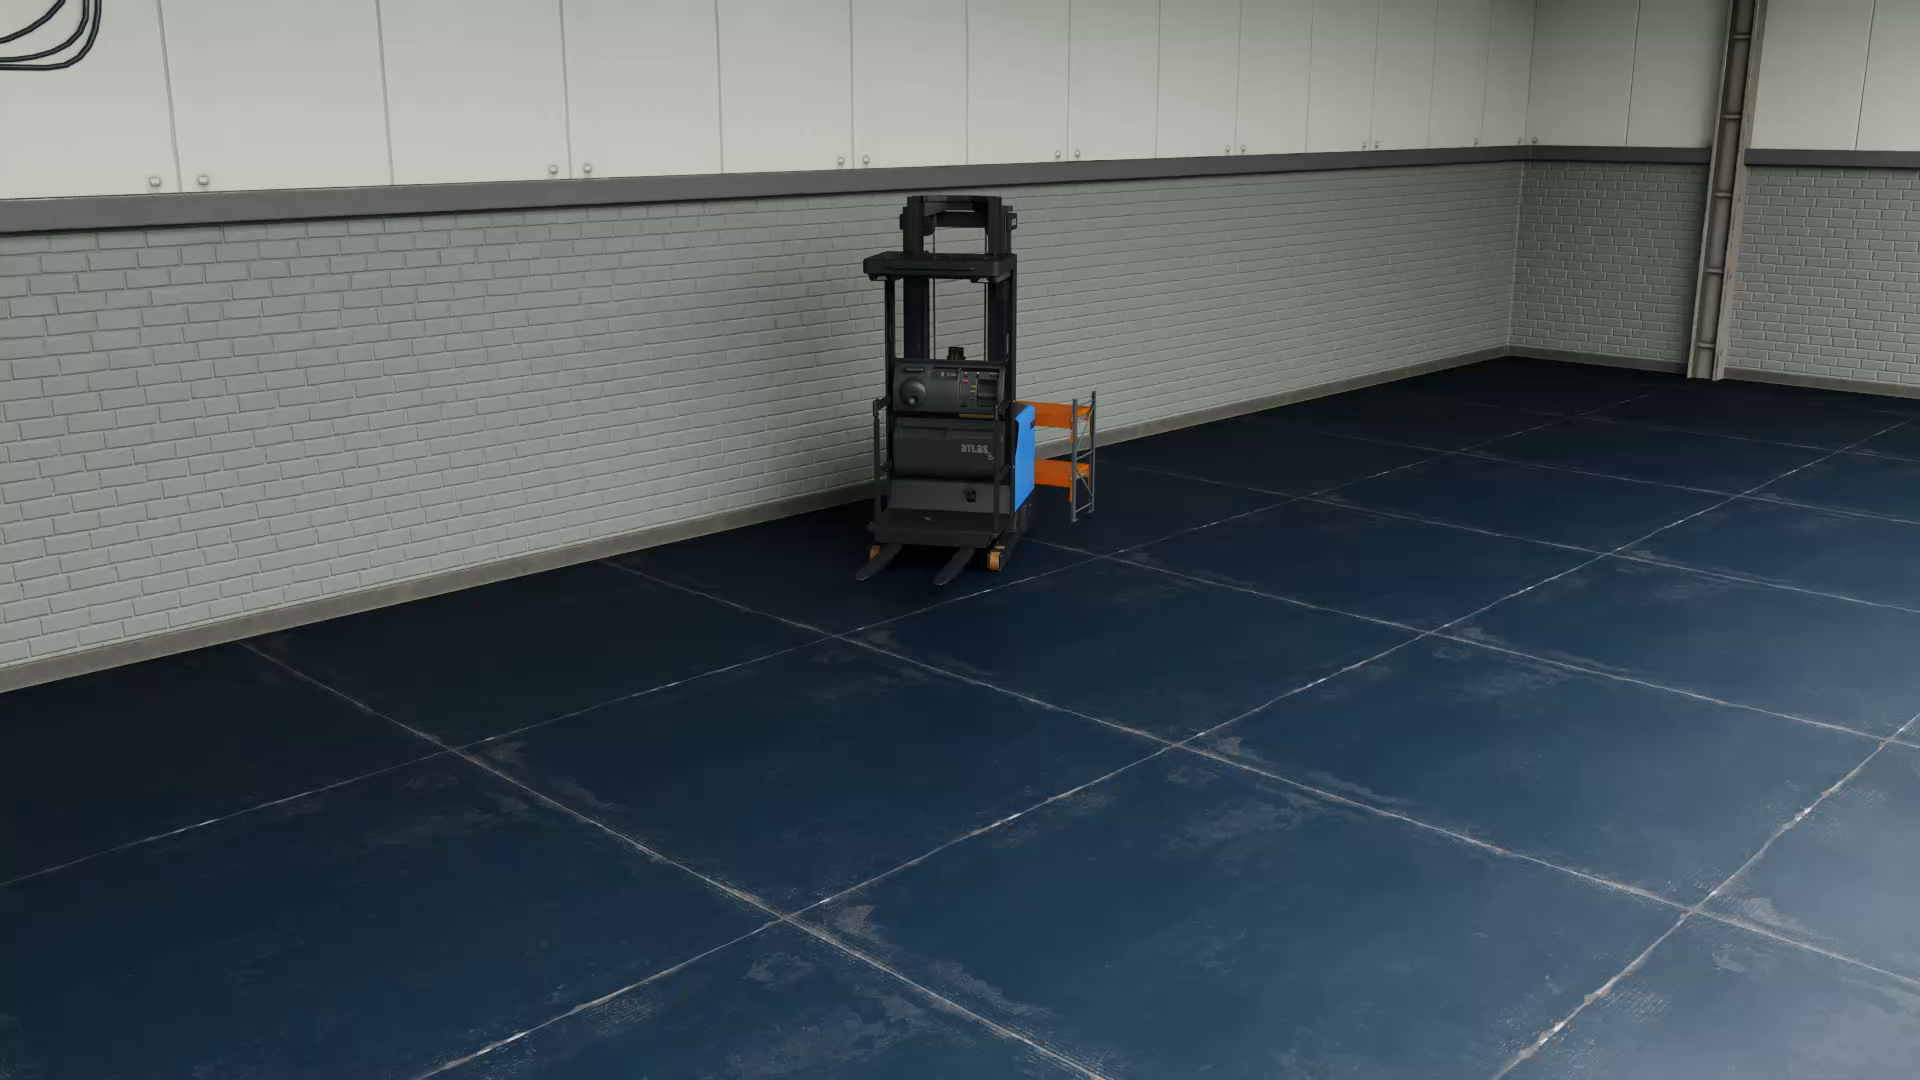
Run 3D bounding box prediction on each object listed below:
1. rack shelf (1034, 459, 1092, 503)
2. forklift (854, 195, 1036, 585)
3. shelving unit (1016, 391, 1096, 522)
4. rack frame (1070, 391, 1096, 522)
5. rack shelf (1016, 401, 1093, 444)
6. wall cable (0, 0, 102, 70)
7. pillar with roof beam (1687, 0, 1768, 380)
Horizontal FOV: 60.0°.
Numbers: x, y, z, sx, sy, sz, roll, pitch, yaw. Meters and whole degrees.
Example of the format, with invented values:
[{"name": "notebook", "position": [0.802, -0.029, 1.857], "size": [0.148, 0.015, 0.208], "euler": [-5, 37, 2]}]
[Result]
[{"name": "rack shelf", "position": [0.667, -0.584, 15.411], "size": [1.000, 0.278, 0.538], "euler": [7, 16, 25]}, {"name": "forklift", "position": [-0.134, -1.265, 13.474], "size": [1.130, 2.935, 3.031], "euler": [3, 15, 12]}, {"name": "shelving unit", "position": [0.667, -0.820, 15.350], "size": [1.048, 1.125, 0.538], "euler": [7, 16, 25]}, {"name": "rack frame", "position": [1.124, -0.764, 15.135], "size": [0.032, 1.125, 0.500], "euler": [7, 16, 25]}, {"name": "rack shelf", "position": [0.667, -1.104, 15.276], "size": [1.000, 0.278, 0.538], "euler": [7, 16, 25]}, {"name": "wall cable", "position": [-6.123, -5.012, 9.077], "size": [0.169, 6.003, 2.305], "euler": [14, 20, 42]}, {"name": "pillar with roof beam", "position": [7.355, -5.827, 18.948], "size": [0.400, 9.000, 9.100], "euler": [14, 20, 42]}]
